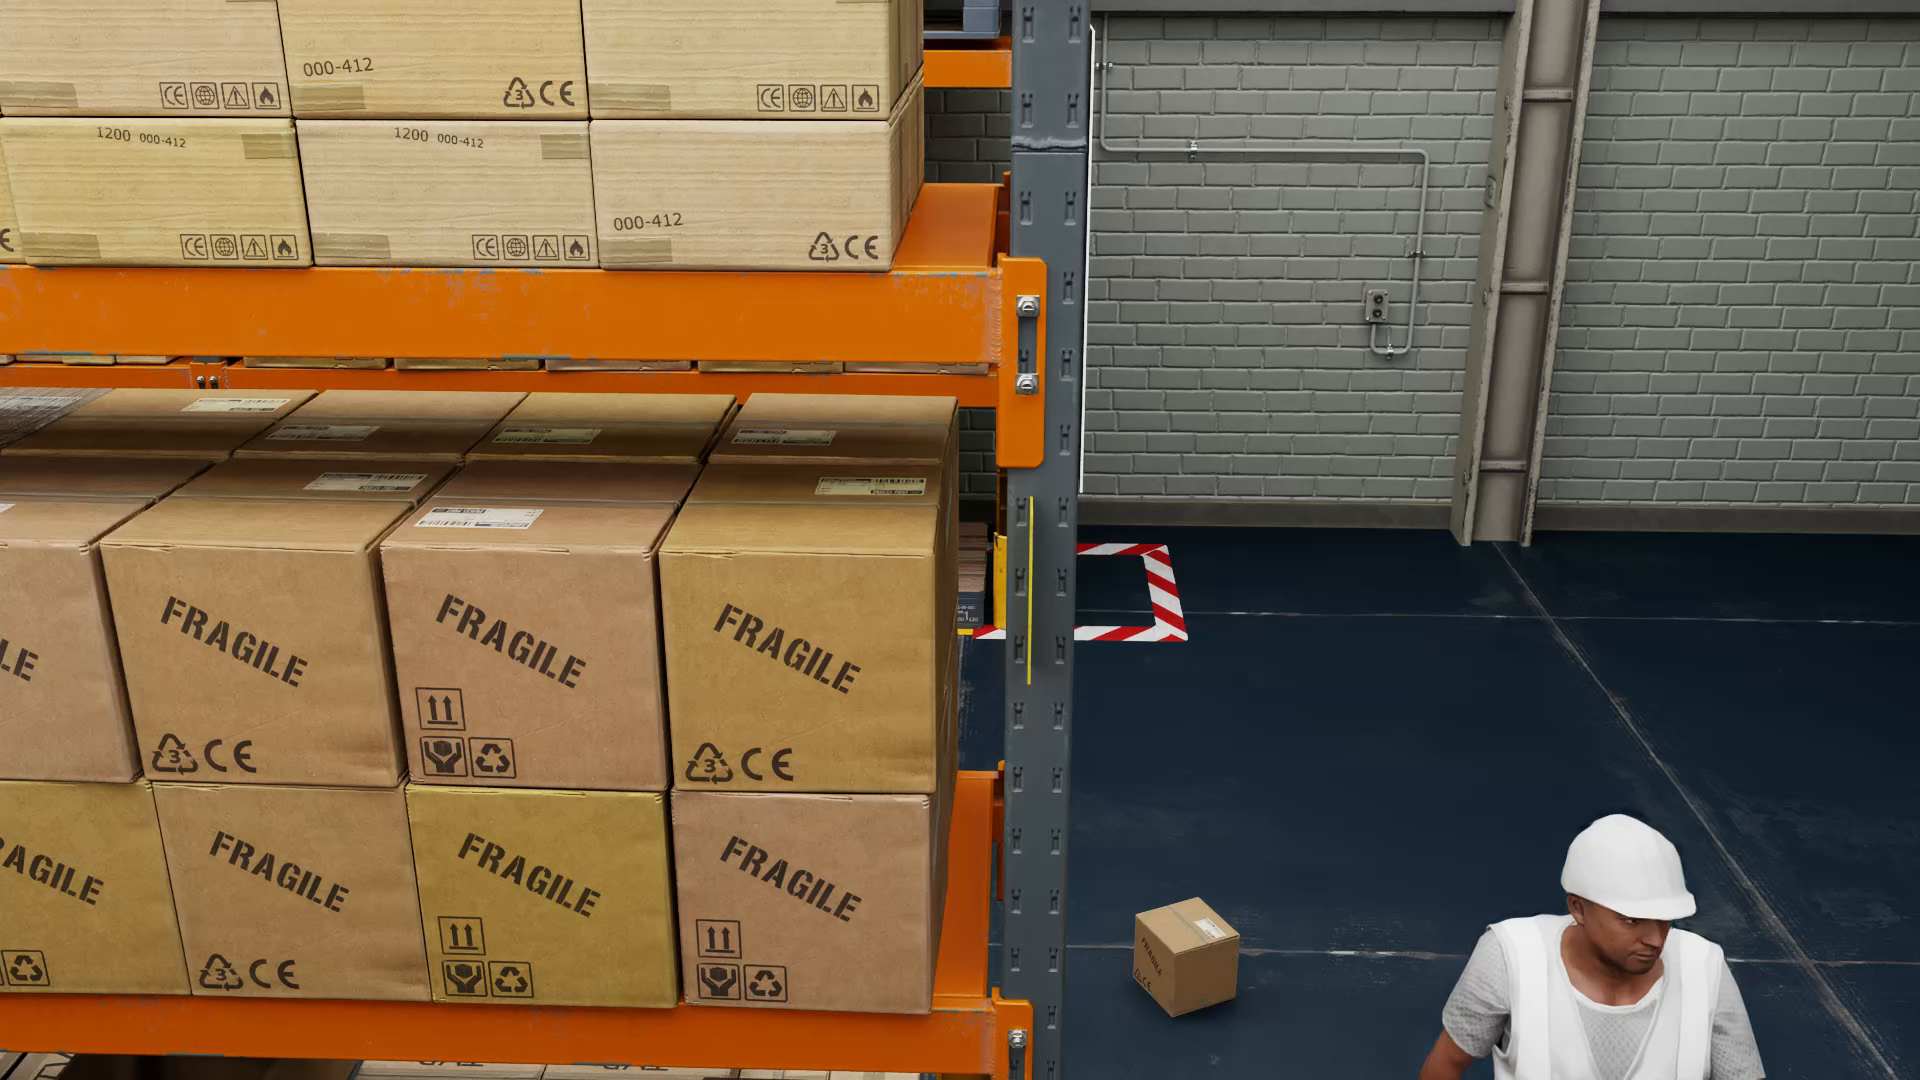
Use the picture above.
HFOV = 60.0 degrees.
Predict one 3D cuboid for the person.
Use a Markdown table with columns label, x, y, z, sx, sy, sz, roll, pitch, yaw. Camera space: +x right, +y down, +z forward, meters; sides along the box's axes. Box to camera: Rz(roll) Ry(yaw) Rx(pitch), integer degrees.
| label | x | y | z | sx | sy | sz | roll | pitch | yaw |
| --- | --- | --- | --- | --- | --- | --- | --- | --- | --- |
| person | 1.290 | 1.356 | 3.427 | 0.703 | 1.733 | 1.052 | 3 | 21 | 8 |
